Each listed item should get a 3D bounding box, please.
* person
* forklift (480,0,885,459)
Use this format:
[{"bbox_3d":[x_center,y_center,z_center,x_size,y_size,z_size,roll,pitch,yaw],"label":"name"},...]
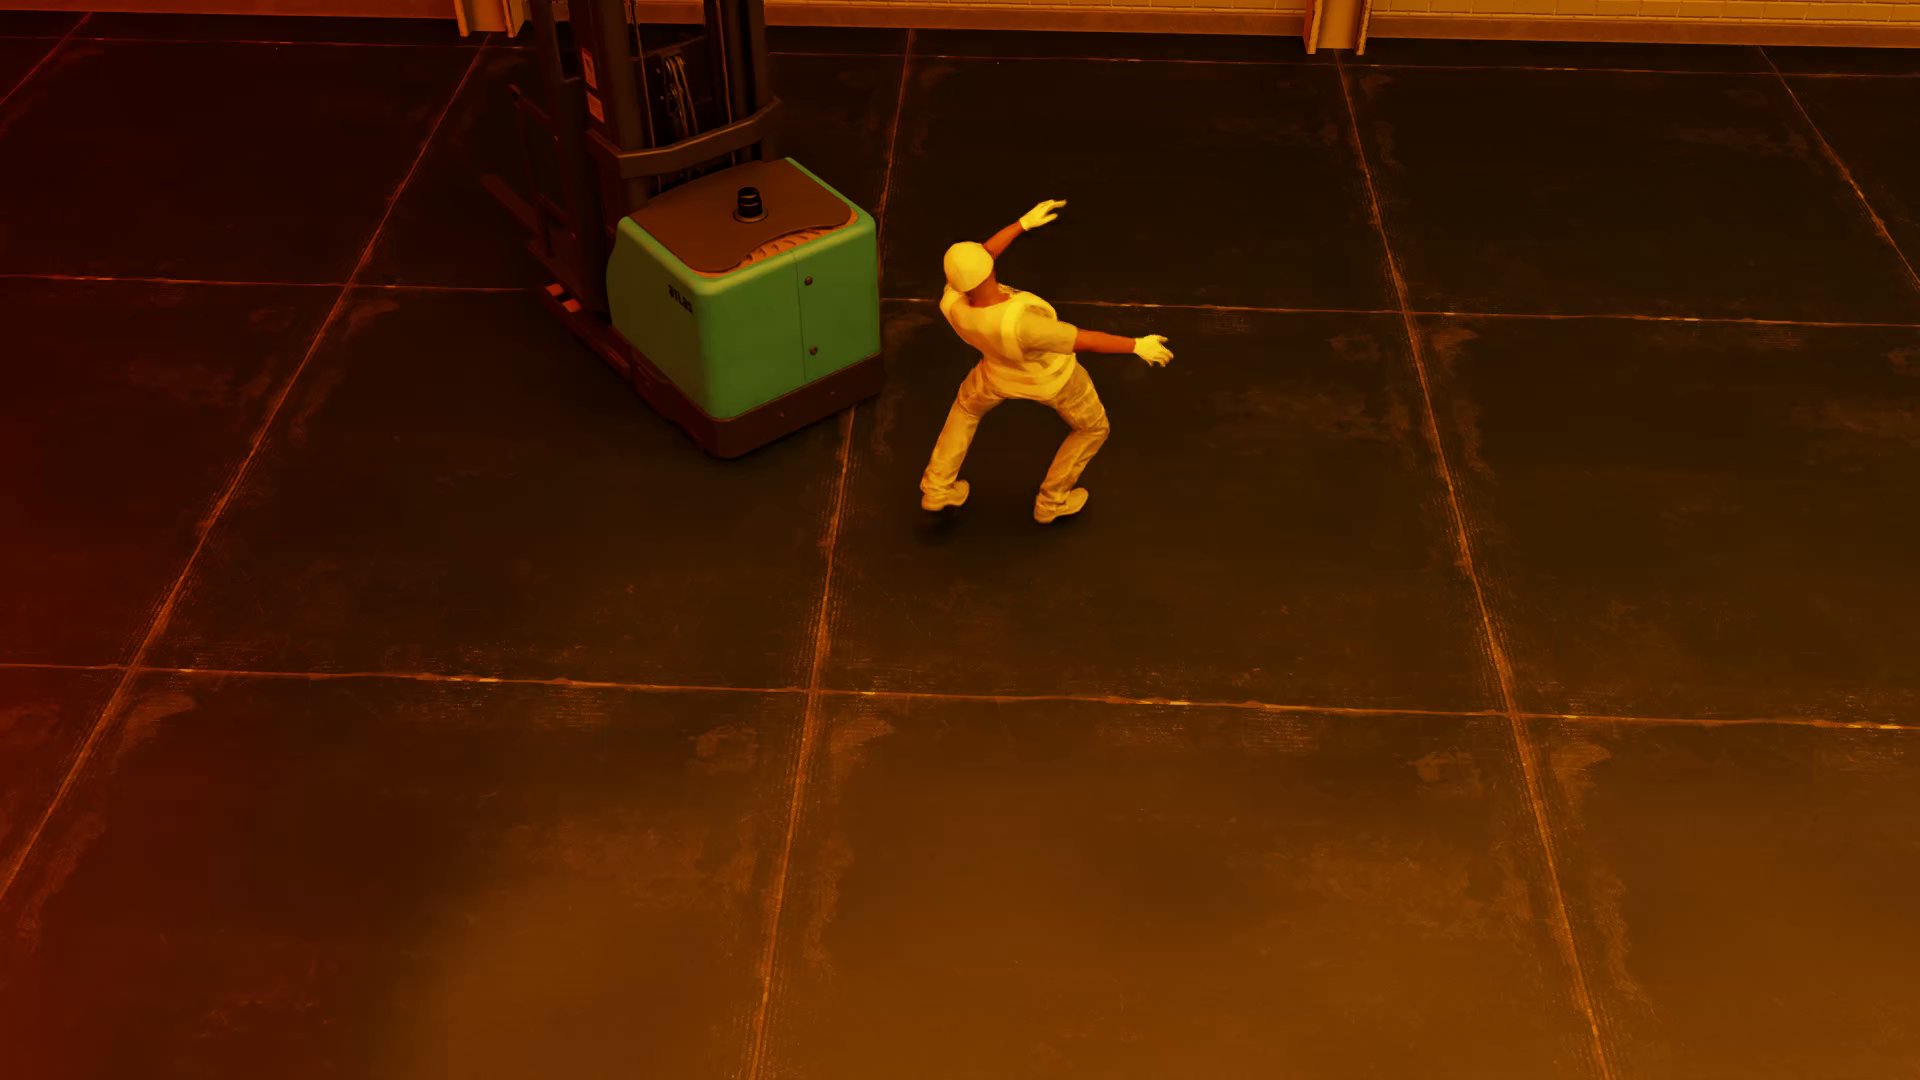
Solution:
[{"bbox_3d":[0.419,-0.737,7.553,1.073,1.539,0.786,17,45,17],"label":"person"},{"bbox_3d":[-1.690,-2.427,8.401,1.130,2.935,3.031,-28,49,-27],"label":"forklift"}]
